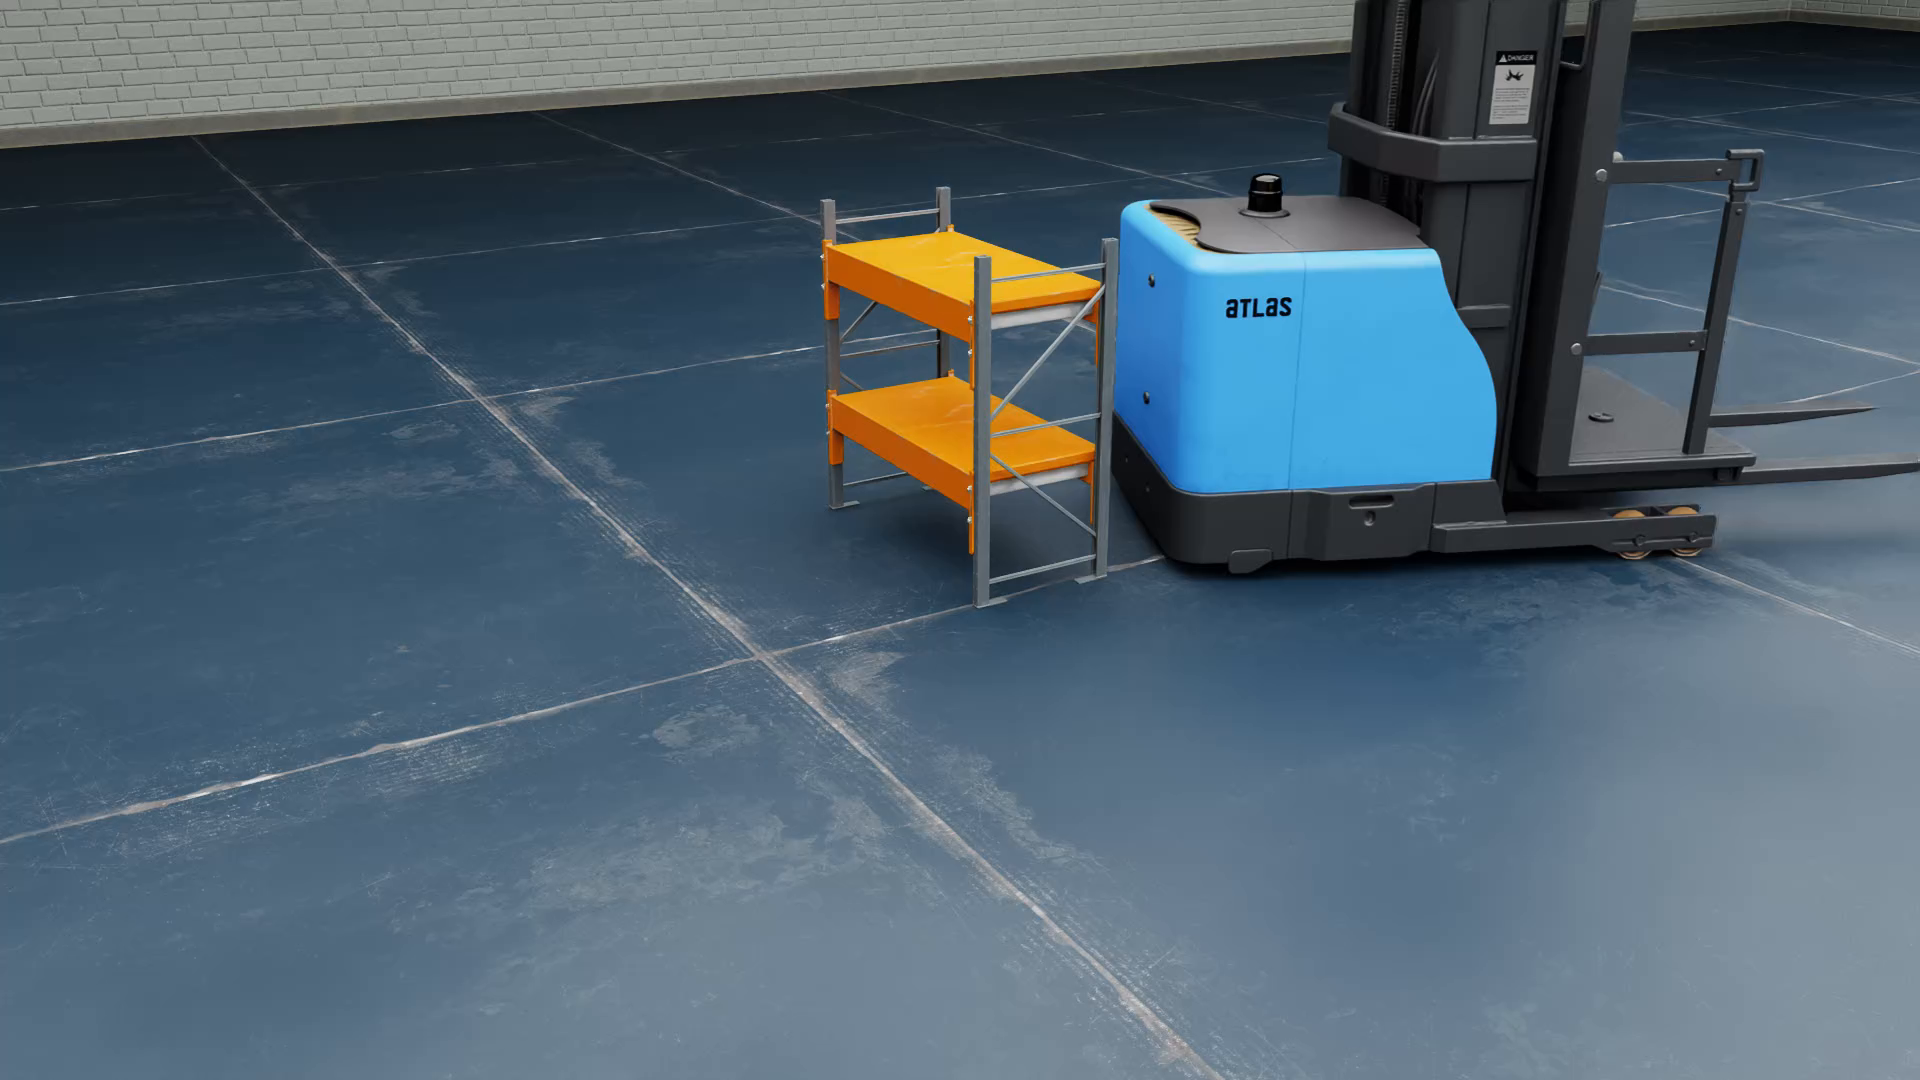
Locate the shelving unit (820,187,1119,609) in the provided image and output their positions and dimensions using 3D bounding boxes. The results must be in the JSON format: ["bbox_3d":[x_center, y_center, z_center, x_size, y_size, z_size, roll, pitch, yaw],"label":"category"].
[{"bbox_3d":[0.003,-0.519,5.594,0.538,1.125,1.048,-13,25,-28],"label":"shelving unit"}]

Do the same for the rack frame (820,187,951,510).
[{"bbox_3d":[-0.256,-0.683,5.999,0.500,1.125,0.032,-13,25,-28],"label":"rack frame"}]

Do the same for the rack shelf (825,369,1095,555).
[{"bbox_3d":[0.003,-0.292,5.686,0.538,0.278,1.000,-13,25,-28],"label":"rack shelf"}]

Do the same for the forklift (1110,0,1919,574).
[{"bbox_3d":[2.121,-1.484,5.570,3.031,2.935,1.130,-3,22,-8],"label":"forklift"}]

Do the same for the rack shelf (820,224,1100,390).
[{"bbox_3d":[0.003,-0.790,5.484,0.538,0.278,1.000,-13,25,-28],"label":"rack shelf"}]

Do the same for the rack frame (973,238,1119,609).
[{"bbox_3d":[0.263,-0.354,5.189,0.500,1.125,0.032,-13,25,-28],"label":"rack frame"}]
